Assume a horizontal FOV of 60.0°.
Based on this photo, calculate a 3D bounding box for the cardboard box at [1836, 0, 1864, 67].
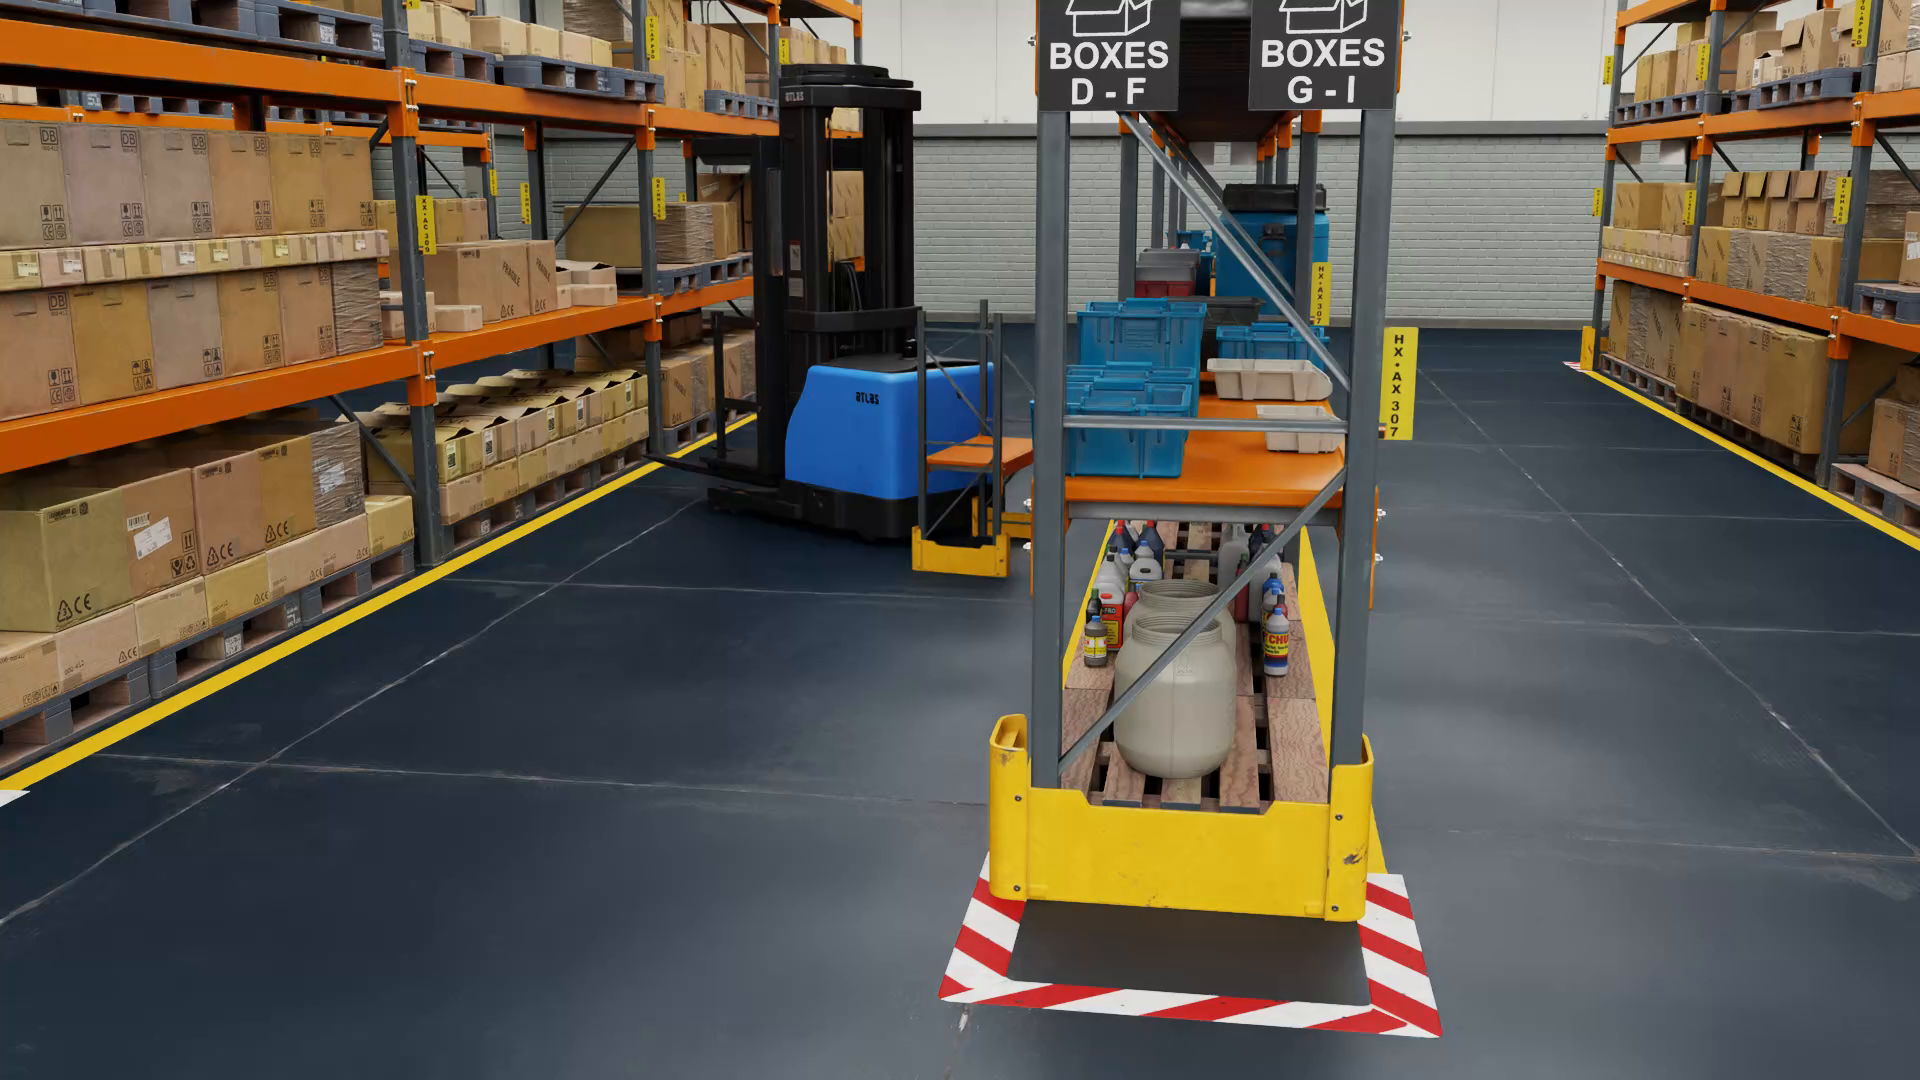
[{"bbox_3d":[6.870,-3.692,12.142,0.797,0.503,0.637,3,12,12],"label":"cardboard box"}]

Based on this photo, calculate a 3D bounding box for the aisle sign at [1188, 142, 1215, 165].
[{"bbox_3d":[2.902,-4.962,20.225,0.394,0.787,0.004,2,12,9],"label":"aisle sign"}]

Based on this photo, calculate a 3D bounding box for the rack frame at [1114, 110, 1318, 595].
[{"bbox_3d":[1.339,-1.168,8.794,1.000,3.000,0.127,2,12,9],"label":"rack frame"}]

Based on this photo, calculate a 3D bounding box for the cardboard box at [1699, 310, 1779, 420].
[{"bbox_3d":[7.248,-1.520,14.472,1.225,0.875,0.875,1,12,7],"label":"cardboard box"}]

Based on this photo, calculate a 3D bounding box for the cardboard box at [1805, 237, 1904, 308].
[{"bbox_3d":[6.679,-2.000,12.416,0.500,0.500,0.500,2,12,10],"label":"cardboard box"}]

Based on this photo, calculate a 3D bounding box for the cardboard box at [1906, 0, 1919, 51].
[{"bbox_3d":[6.440,-3.405,10.629,0.500,0.500,0.500,2,12,9],"label":"cardboard box"}]

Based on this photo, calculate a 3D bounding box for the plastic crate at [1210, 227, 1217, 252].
[{"bbox_3d":[3.317,-3.637,20.024,0.616,0.435,0.499,2,12,9],"label":"plastic crate"}]

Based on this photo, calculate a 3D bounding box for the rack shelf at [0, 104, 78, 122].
[{"bbox_3d":[-8.143,-3.020,11.975,1.077,0.370,4.000,2,12,9],"label":"rack shelf"}]

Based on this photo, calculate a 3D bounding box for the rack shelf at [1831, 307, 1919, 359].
[{"bbox_3d":[6.540,-1.072,10.057,1.077,0.370,4.000,2,12,9],"label":"rack shelf"}]

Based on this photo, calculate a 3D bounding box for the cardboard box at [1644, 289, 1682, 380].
[{"bbox_3d":[7.782,-2.162,17.451,0.875,0.875,0.875,2,12,9],"label":"cardboard box"}]

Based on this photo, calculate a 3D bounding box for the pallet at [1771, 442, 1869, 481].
[{"bbox_3d":[7.043,-0.639,12.957,1.003,0.211,1.213,2,12,9],"label":"pallet"}]

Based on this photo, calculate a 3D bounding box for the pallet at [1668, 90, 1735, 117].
[{"bbox_3d":[7.599,-4.266,16.259,1.003,0.211,1.213,2,12,9],"label":"pallet"}]

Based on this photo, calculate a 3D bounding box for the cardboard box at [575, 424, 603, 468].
[{"bbox_3d":[-2.936,-0.694,12.123,0.500,0.250,0.500,2,12,10],"label":"cardboard box"}]

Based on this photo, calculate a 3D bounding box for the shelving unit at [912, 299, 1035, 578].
[{"bbox_3d":[0.183,-0.641,9.910,0.587,1.500,1.083,5,13,20],"label":"shelving unit"}]

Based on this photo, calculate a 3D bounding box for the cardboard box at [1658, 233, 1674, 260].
[{"bbox_3d":[7.349,-2.953,16.727,0.500,0.250,0.500,2,12,10],"label":"cardboard box"}]

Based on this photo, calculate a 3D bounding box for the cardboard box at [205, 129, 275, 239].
[{"bbox_3d":[-3.771,-1.711,7.994,0.700,0.500,0.500,2,12,9],"label":"cardboard box"}]

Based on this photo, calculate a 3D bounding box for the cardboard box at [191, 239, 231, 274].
[{"bbox_3d":[-3.620,-1.312,7.685,0.380,0.149,0.250,2,12,11],"label":"cardboard box"}]

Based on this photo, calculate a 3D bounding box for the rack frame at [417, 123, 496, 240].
[{"bbox_3d":[-6.605,-3.987,21.875,1.000,3.000,0.127,2,12,9],"label":"rack frame"}]

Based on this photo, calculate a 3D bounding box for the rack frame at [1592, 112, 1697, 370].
[{"bbox_3d":[8.078,-3.506,19.640,1.000,3.000,0.127,2,12,9],"label":"rack frame"}]

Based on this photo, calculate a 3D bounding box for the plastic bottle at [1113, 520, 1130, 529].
[{"bbox_3d":[0.856,0.003,8.793,0.097,0.271,0.097,0,12,0],"label":"plastic bottle"}]

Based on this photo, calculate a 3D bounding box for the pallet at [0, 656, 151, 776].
[{"bbox_3d":[-4.094,0.706,6.717,1.003,0.211,1.213,2,12,9],"label":"pallet"}]

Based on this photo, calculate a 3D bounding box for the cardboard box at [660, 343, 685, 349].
[{"bbox_3d":[-2.874,-1.575,15.569,0.500,0.500,0.500,1,12,7],"label":"cardboard box"}]

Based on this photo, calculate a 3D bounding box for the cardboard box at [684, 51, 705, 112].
[{"bbox_3d":[-2.748,-3.984,14.501,0.910,0.500,0.500,2,12,9],"label":"cardboard box"}]

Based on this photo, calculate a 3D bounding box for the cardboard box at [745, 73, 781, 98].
[{"bbox_3d":[-2.005,-4.725,17.349,0.500,0.250,0.500,2,12,9],"label":"cardboard box"}]

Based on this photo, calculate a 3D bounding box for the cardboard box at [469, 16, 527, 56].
[{"bbox_3d":[-3.201,-3.324,11.036,0.500,0.250,0.500,1,12,4],"label":"cardboard box"}]

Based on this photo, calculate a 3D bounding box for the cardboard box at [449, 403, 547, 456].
[{"bbox_3d":[-3.085,-0.755,11.073,0.500,0.311,0.500,1,12,7],"label":"cardboard box"}]

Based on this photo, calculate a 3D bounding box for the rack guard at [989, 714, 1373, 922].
[{"bbox_3d":[0.689,0.869,5.274,1.175,0.500,0.348,2,12,9],"label":"rack guard"}]

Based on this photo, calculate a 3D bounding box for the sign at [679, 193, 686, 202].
[{"bbox_3d":[-2.862,-3.434,17.253,0.100,0.325,0.005,2,12,9],"label":"sign"}]

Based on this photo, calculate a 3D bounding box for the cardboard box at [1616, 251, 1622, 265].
[{"bbox_3d":[7.581,-3.159,18.626,0.380,0.149,0.250,2,12,8],"label":"cardboard box"}]

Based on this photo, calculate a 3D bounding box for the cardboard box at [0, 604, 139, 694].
[{"bbox_3d":[-3.795,0.433,6.892,0.500,0.250,0.500,2,12,9],"label":"cardboard box"}]

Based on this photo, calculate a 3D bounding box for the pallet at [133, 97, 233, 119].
[{"bbox_3d":[-7.620,-4.065,15.562,1.003,0.211,1.213,2,12,11],"label":"pallet"}]

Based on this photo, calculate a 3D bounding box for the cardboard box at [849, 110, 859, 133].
[{"bbox_3d":[-1.528,-5.105,20.297,0.500,0.250,0.500,2,12,9],"label":"cardboard box"}]

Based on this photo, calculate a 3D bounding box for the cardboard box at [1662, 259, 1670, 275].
[{"bbox_3d":[7.265,-2.731,16.644,0.380,0.149,0.250,2,12,8],"label":"cardboard box"}]

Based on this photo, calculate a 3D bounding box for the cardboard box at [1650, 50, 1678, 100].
[{"bbox_3d":[7.814,-4.943,17.717,0.700,0.500,0.500,1,12,5],"label":"cardboard box"}]

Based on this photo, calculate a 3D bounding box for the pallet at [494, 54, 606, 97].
[{"bbox_3d":[-3.125,-3.159,11.360,1.003,0.211,1.213,2,12,11],"label":"pallet"}]

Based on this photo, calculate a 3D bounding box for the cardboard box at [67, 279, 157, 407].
[{"bbox_3d":[-3.928,-0.855,7.104,0.700,0.500,0.500,2,12,9],"label":"cardboard box"}]

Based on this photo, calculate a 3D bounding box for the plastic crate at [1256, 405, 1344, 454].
[{"bbox_3d":[1.179,-0.383,5.774,0.298,0.136,0.250,2,12,9],"label":"plastic crate"}]

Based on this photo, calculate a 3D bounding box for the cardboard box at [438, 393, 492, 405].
[{"bbox_3d":[-3.542,-0.875,11.633,0.500,0.311,0.500,2,12,8],"label":"cardboard box"}]

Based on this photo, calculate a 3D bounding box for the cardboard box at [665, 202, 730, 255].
[{"bbox_3d":[-2.662,-3.012,16.117,0.700,0.500,0.500,4,13,18],"label":"cardboard box"}]

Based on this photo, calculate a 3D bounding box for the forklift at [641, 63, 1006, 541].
[{"bbox_3d":[-1.089,-1.670,11.286,1.130,2.935,3.031,-12,17,-43],"label":"forklift"}]

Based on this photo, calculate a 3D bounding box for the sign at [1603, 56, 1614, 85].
[{"bbox_3d":[7.531,-5.457,19.313,0.100,0.325,0.005,2,12,9],"label":"sign"}]

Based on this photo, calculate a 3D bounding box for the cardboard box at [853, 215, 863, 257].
[{"bbox_3d":[-1.510,-3.774,20.649,0.500,0.500,0.500,2,12,10],"label":"cardboard box"}]

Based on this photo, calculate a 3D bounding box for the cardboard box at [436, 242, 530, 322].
[{"bbox_3d":[-3.263,-1.752,11.264,0.500,0.500,0.500,2,12,9],"label":"cardboard box"}]

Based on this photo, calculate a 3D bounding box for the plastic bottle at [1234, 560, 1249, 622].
[{"bbox_3d":[1.311,0.226,7.730,0.061,0.283,0.133,2,12,9],"label":"plastic bottle"}]

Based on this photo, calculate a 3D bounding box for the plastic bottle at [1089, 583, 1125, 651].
[{"bbox_3d":[0.638,0.333,7.250,0.152,0.276,0.135,2,12,9],"label":"plastic bottle"}]

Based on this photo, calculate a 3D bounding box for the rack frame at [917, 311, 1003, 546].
[{"bbox_3d":[-0.002,-0.540,9.437,0.500,1.500,0.032,5,13,20],"label":"rack frame"}]

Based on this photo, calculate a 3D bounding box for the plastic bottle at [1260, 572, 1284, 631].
[{"bbox_3d":[1.409,0.281,7.499,0.097,0.271,0.097,0,12,0],"label":"plastic bottle"}]

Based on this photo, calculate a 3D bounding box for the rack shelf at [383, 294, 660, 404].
[{"bbox_3d":[-3.248,-1.394,11.550,1.077,0.370,4.000,2,12,9],"label":"rack shelf"}]

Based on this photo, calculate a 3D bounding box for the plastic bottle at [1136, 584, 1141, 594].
[{"bbox_3d":[0.807,0.301,7.577,0.097,0.201,0.097,0,12,0],"label":"plastic bottle"}]

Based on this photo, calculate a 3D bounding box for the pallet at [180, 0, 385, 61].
[{"bbox_3d":[-3.661,-2.574,8.408,1.003,0.211,1.213,2,12,9],"label":"pallet"}]

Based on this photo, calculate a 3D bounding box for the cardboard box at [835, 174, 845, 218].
[{"bbox_3d":[-1.658,-4.050,19.557,0.500,0.500,0.500,2,12,10],"label":"cardboard box"}]

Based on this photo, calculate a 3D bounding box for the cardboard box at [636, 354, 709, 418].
[{"bbox_3d":[-2.513,-1.350,14.526,0.500,0.500,0.500,1,12,7],"label":"cardboard box"}]

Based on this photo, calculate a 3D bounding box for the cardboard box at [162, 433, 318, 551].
[{"bbox_3d":[-3.572,-0.246,8.263,0.500,0.500,0.500,2,12,9],"label":"cardboard box"}]

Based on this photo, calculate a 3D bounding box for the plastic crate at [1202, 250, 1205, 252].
[{"bbox_3d":[2.540,-3.106,18.270,0.293,0.136,0.466,2,12,9],"label":"plastic crate"}]
